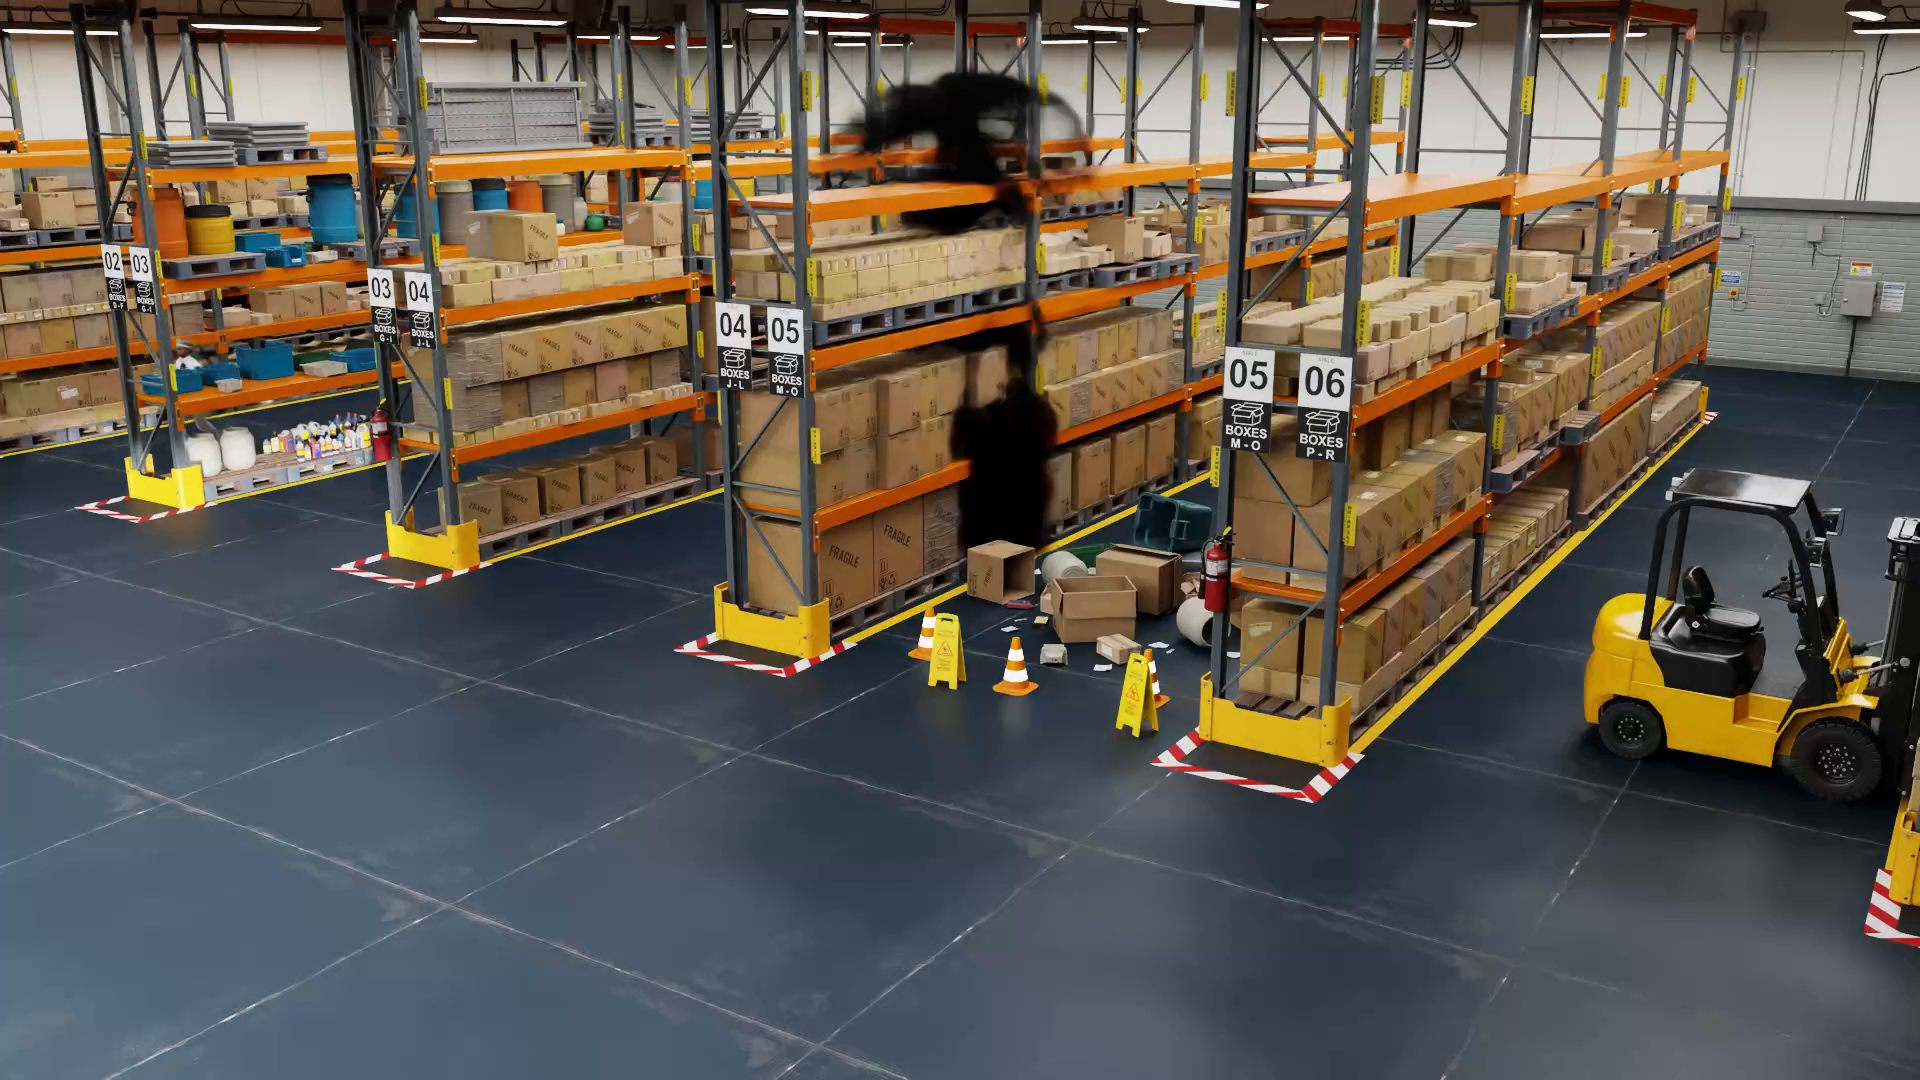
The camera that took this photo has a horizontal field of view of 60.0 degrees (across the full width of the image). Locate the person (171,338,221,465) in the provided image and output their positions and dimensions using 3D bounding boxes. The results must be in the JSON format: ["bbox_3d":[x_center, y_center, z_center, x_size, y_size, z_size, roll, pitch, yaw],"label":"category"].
[{"bbox_3d":[-10.649,-1.940,23.030,0.561,1.744,0.766,8,17,27],"label":"person"}]

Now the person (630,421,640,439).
[{"bbox_3d":[-4.637,-2.182,23.804,0.687,1.743,0.704,6,17,21],"label":"person"}]
